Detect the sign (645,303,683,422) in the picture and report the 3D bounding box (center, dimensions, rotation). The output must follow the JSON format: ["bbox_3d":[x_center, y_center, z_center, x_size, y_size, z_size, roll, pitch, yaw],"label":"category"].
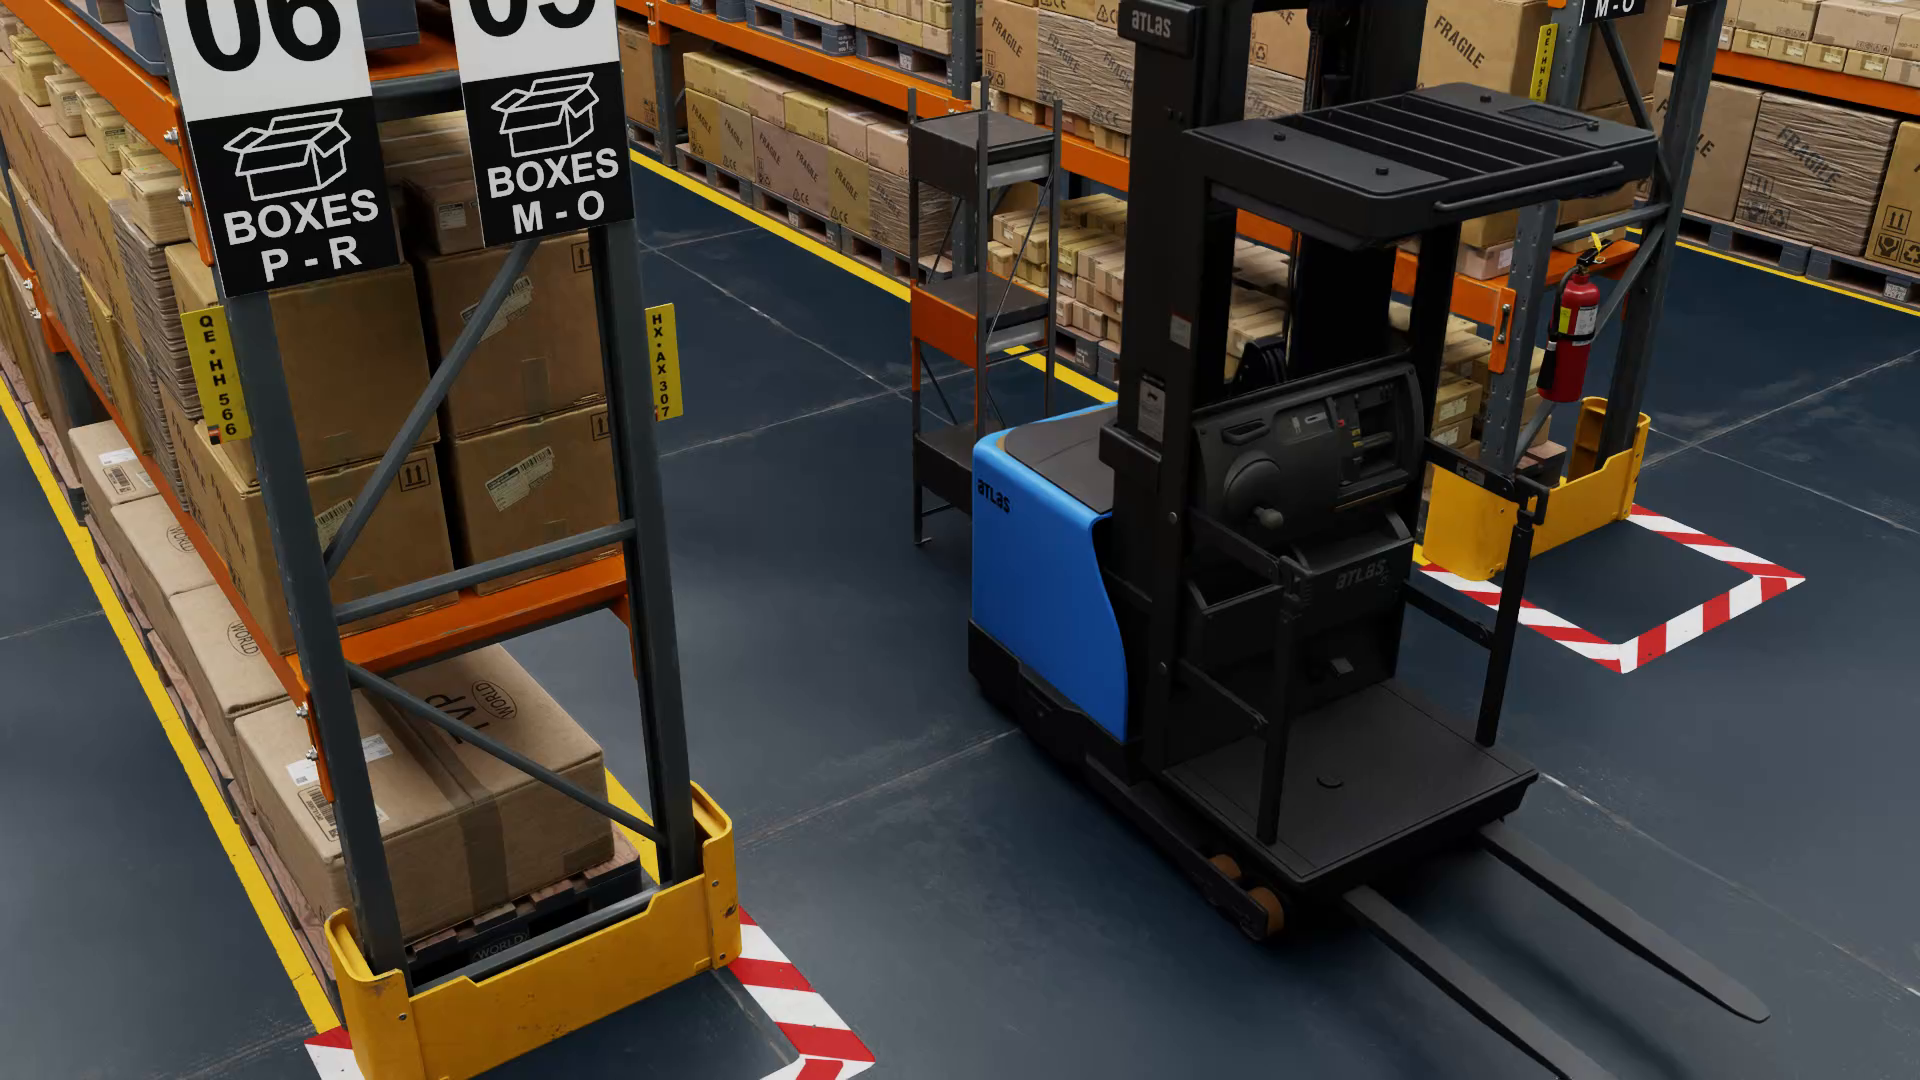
[{"bbox_3d":[-0.807,-0.476,4.494,0.100,0.325,0.005,-19,34,-31],"label":"sign"}]

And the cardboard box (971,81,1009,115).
[{"bbox_3d":[0.289,-2.563,9.590,0.380,0.149,0.250,-17,33,-29],"label":"cardboard box"}]

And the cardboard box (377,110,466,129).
[{"bbox_3d":[-1.677,-1.205,4.994,0.380,0.149,0.250,-20,34,-32],"label":"cardboard box"}]

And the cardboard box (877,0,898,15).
[{"bbox_3d":[-0.296,-3.379,10.339,0.380,0.149,0.250,-17,33,-29],"label":"cardboard box"}]

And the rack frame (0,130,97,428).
[{"bbox_3d":[-3.582,-1.465,7.304,1.000,3.000,0.127,-19,34,-31],"label":"rack frame"}]

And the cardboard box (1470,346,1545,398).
[{"bbox_3d":[2.684,-0.810,8.023,0.380,0.149,0.250,-21,35,-33],"label":"cardboard box"}]

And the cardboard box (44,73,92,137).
[{"bbox_3d":[-2.743,-1.441,5.429,0.380,0.149,0.250,-19,34,-30],"label":"cardboard box"}]

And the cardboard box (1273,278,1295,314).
[{"bbox_3d":[1.905,-1.316,8.955,0.380,0.149,0.250,-18,33,-30],"label":"cardboard box"}]

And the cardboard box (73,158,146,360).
[{"bbox_3d":[-2.347,-0.903,5.117,0.500,0.500,0.500,-19,34,-31],"label":"cardboard box"}]

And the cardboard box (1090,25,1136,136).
[{"bbox_3d":[1.029,-2.391,8.592,0.500,0.500,0.500,-20,34,-32],"label":"cardboard box"}]

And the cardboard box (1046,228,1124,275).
[{"bbox_3d":[0.721,-1.668,9.602,0.380,0.149,0.250,-19,34,-31],"label":"cardboard box"}]

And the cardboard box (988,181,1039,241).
[{"bbox_3d":[0.179,-2.321,11.060,0.500,0.500,0.500,-17,33,-29],"label":"cardboard box"}]

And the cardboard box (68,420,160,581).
[{"bbox_3d":[-3.306,-0.250,7.311,0.875,0.438,0.875,-19,34,-31],"label":"cardboard box"}]

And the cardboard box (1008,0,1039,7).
[{"bbox_3d":[0.454,-3.245,9.119,0.500,0.500,0.500,-18,33,-29],"label":"cardboard box"}]

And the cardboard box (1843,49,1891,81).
[{"bbox_3d":[5.742,-2.987,10.369,0.380,0.149,0.250,-20,34,-32],"label":"cardboard box"}]

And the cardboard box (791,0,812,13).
[{"bbox_3d":[-0.913,-3.657,11.164,0.380,0.149,0.250,-20,34,-32],"label":"cardboard box"}]

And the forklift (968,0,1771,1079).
[{"bbox_3d":[1.241,-0.255,5.148,1.130,2.935,3.031,-17,33,-28],"label":"forklift"}]

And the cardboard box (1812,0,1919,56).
[{"bbox_3d":[5.724,-3.228,10.396,0.500,0.250,0.500,-20,34,-32],"label":"cardboard box"}]

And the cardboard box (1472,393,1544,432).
[{"bbox_3d":[2.617,-0.657,8.051,0.380,0.149,0.250,-17,33,-29],"label":"cardboard box"}]

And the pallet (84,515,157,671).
[{"bbox_3d":[-3.205,0.078,7.385,1.003,0.211,1.213,-19,34,-31],"label":"pallet"}]

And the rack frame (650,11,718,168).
[{"bbox_3d":[-1.929,-4.429,12.763,1.000,3.000,0.127,-19,34,-31],"label":"rack frame"}]

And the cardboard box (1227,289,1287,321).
[{"bbox_3d":[1.483,-1.168,8.681,0.380,0.149,0.250,-20,34,-32],"label":"cardboard box"}]

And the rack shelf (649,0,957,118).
[{"bbox_3d":[-0.769,-3.336,11.503,1.077,0.370,4.000,-19,34,-31],"label":"rack shelf"}]

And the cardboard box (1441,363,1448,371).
[{"bbox_3d":[2.099,-0.762,7.933,0.380,0.149,0.250,-18,33,-30],"label":"cardboard box"}]

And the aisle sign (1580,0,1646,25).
[{"bbox_3d":[2.509,-2.350,6.211,0.394,0.787,0.004,-19,34,-31],"label":"aisle sign"}]

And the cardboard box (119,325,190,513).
[{"bbox_3d":[-2.343,-0.464,5.357,0.500,0.500,0.500,-18,33,-29],"label":"cardboard box"}]

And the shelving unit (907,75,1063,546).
[{"bbox_3d":[0.096,-0.858,7.130,0.431,2.100,0.503,-19,34,-31],"label":"shelving unit"}]

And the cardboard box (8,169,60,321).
[{"bbox_3d":[-3.524,-1.254,6.811,0.500,0.500,0.500,-18,33,-29],"label":"cardboard box"}]

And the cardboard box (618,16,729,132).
[{"bbox_3d":[-2.209,-3.887,13.681,1.050,0.750,0.750,-19,34,-31],"label":"cardboard box"}]

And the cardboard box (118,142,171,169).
[{"bbox_3d":[-2.131,-1.041,4.691,0.380,0.149,0.250,-18,33,-30],"label":"cardboard box"}]

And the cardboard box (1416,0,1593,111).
[{"bbox_3d":[2.243,-2.042,6.904,0.500,0.500,0.500,-20,34,-32],"label":"cardboard box"}]

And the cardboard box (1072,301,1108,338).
[{"bbox_3d":[0.869,-1.305,9.557,0.380,0.149,0.250,-20,34,-32],"label":"cardboard box"}]

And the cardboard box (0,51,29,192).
[{"bbox_3d":[-3.503,-1.696,6.577,0.500,0.500,0.500,-19,34,-30],"label":"cardboard box"}]

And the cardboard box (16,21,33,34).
[{"bbox_3d":[-3.266,-1.856,6.192,0.380,0.149,0.250,-19,34,-31],"label":"cardboard box"}]

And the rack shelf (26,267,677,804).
[{"bbox_3d":[-2.422,-0.371,6.044,1.077,0.370,4.000,-19,34,-31],"label":"rack shelf"}]

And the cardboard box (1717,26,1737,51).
[{"bbox_3d":[5.143,-3.387,11.107,0.380,0.149,0.250,-18,33,-30],"label":"cardboard box"}]

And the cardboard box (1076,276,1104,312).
[{"bbox_3d":[0.886,-1.443,9.500,0.380,0.149,0.250,-21,35,-33],"label":"cardboard box"}]

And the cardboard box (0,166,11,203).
[{"bbox_3d":[-4.036,-1.723,7.412,0.500,0.250,0.500,-19,34,-31],"label":"cardboard box"}]

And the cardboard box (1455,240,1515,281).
[{"bbox_3d":[2.292,-1.257,7.185,0.380,0.149,0.250,-19,34,-31],"label":"cardboard box"}]

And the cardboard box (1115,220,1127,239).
[{"bbox_3d":[1.140,-1.818,9.878,0.380,0.149,0.250,-19,34,-31],"label":"cardboard box"}]

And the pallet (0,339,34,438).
[{"bbox_3d":[-4.803,-0.993,9.357,1.003,0.211,1.213,-19,34,-31],"label":"pallet"}]

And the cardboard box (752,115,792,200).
[{"bbox_3d":[-1.131,-2.777,11.900,0.500,0.500,0.500,-20,34,-32],"label":"cardboard box"}]

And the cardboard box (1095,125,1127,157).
[{"bbox_3d":[0.943,-2.171,8.867,0.380,0.149,0.250,-18,33,-30],"label":"cardboard box"}]

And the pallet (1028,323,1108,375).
[{"bbox_3d":[0.810,-1.398,10.102,1.003,0.211,1.213,-19,34,-31],"label":"pallet"}]

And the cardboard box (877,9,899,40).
[{"bbox_3d":[-0.295,-3.246,10.408,0.380,0.149,0.250,-19,34,-31],"label":"cardboard box"}]

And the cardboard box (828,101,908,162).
[{"bbox_3d":[-0.534,-2.713,10.996,0.500,0.250,0.500,-17,33,-28],"label":"cardboard box"}]

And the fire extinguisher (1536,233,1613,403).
[{"bbox_3d":[2.482,-0.896,6.728,0.296,0.674,0.183,-19,34,-31],"label":"fire extinguisher"}]

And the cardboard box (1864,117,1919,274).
[{"bbox_3d":[6.374,-2.131,10.316,0.875,0.875,0.875,-19,34,-31],"label":"cardboard box"}]

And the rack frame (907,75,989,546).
[{"bbox_3d":[-0.046,-0.953,7.305,0.400,2.100,0.015,-19,34,-31],"label":"rack frame"}]

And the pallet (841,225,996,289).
[{"bbox_3d":[-0.062,-1.951,11.122,1.003,0.211,1.213,-19,34,-31],"label":"pallet"}]

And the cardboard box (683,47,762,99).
[{"bbox_3d":[-1.726,-3.510,12.463,0.500,0.250,0.500,-20,35,-33],"label":"cardboard box"}]
